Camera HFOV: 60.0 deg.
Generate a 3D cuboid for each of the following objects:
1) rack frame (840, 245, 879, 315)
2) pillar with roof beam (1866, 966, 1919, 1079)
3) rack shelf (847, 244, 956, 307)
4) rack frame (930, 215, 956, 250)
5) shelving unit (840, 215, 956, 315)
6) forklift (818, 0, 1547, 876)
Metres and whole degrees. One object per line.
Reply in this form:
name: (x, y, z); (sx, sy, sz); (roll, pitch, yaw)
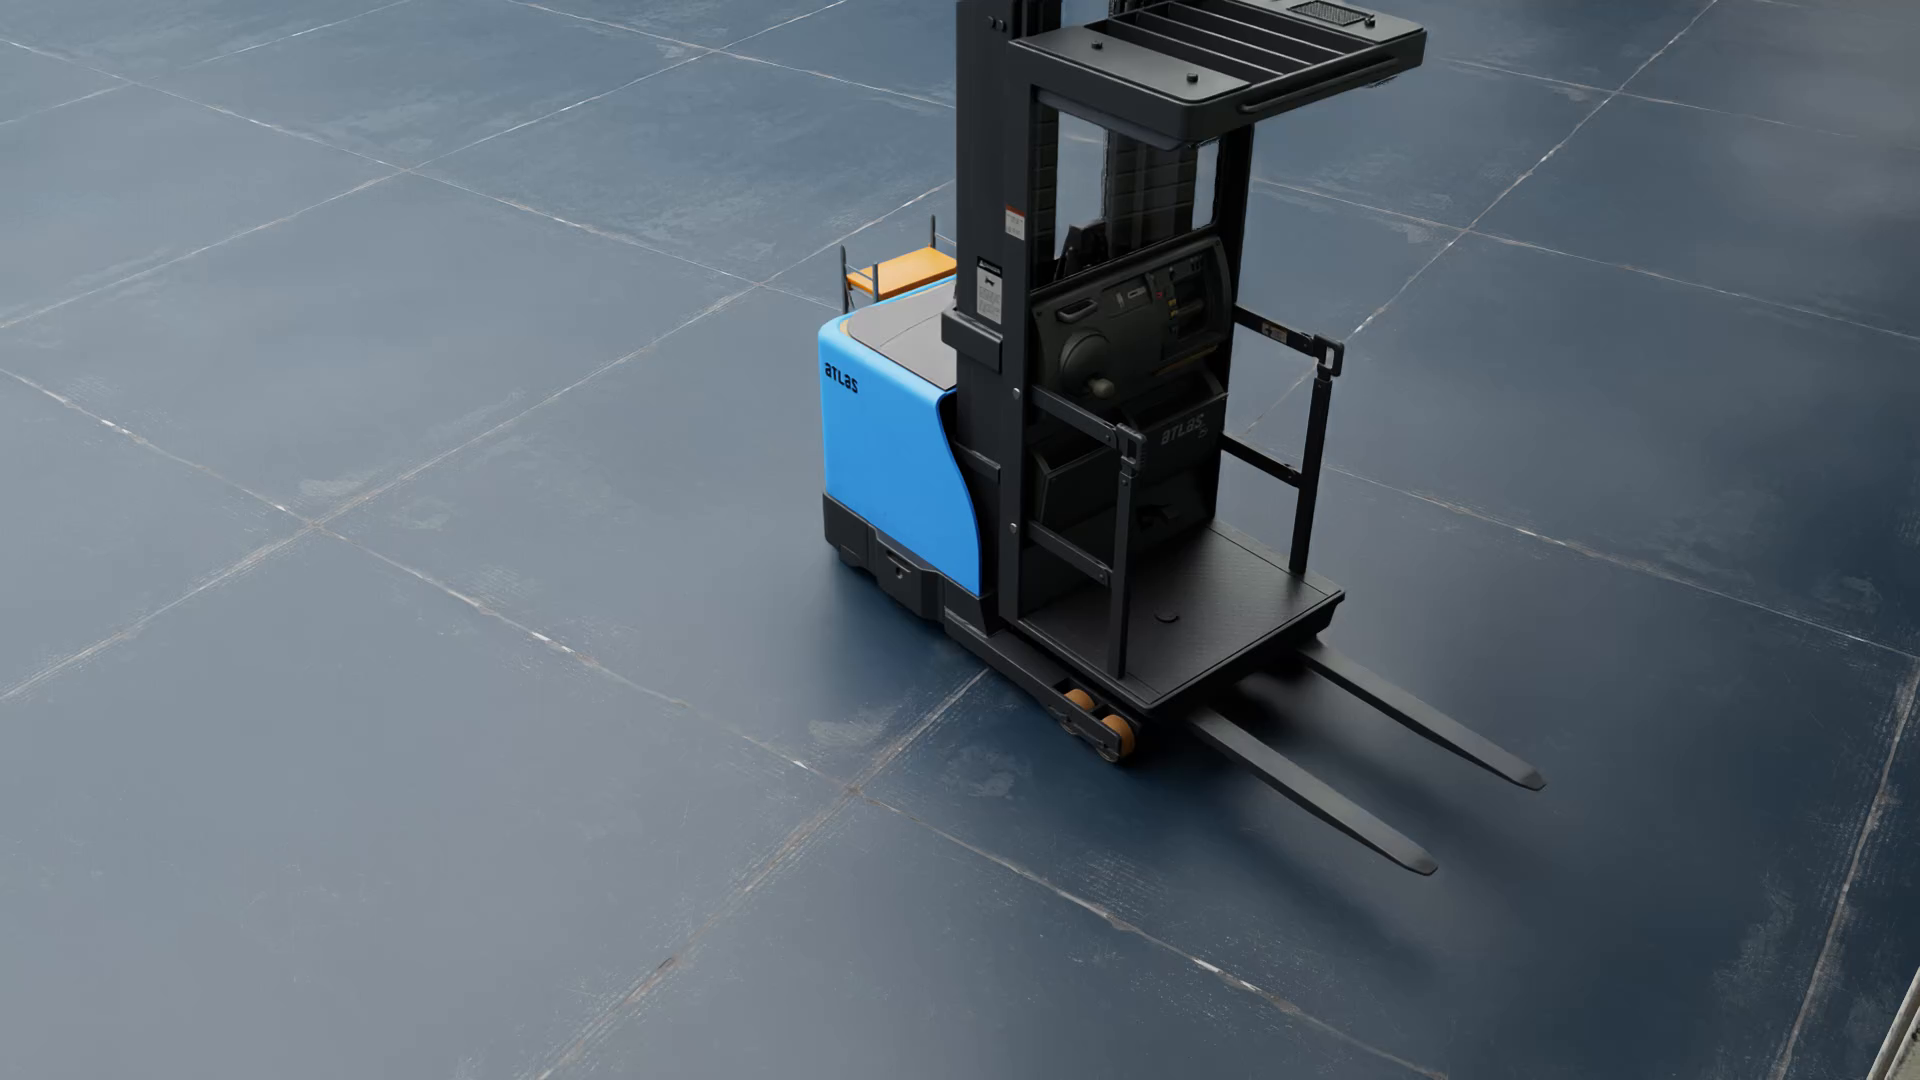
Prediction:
rack frame: (-0.417, -0.679, 7.182); (0.015, 1.200, 0.240); (-26, 41, -33)
pillar with roof beam: (-1.189, -3.149, 3.874); (9.100, 9.000, 0.400); (21, 39, 28)
rack shelf: (-0.232, -1.094, 7.094); (0.480, 0.148, 0.258); (-26, 41, -33)
rack frame: (-0.046, -0.856, 7.444); (0.015, 1.200, 0.240); (-26, 41, -33)
shelving unit: (-0.231, -0.768, 7.313); (0.503, 1.200, 0.258); (-26, 41, -33)
forklift: (0.755, -0.730, 5.714); (1.130, 2.935, 3.031); (-26, 42, -33)
